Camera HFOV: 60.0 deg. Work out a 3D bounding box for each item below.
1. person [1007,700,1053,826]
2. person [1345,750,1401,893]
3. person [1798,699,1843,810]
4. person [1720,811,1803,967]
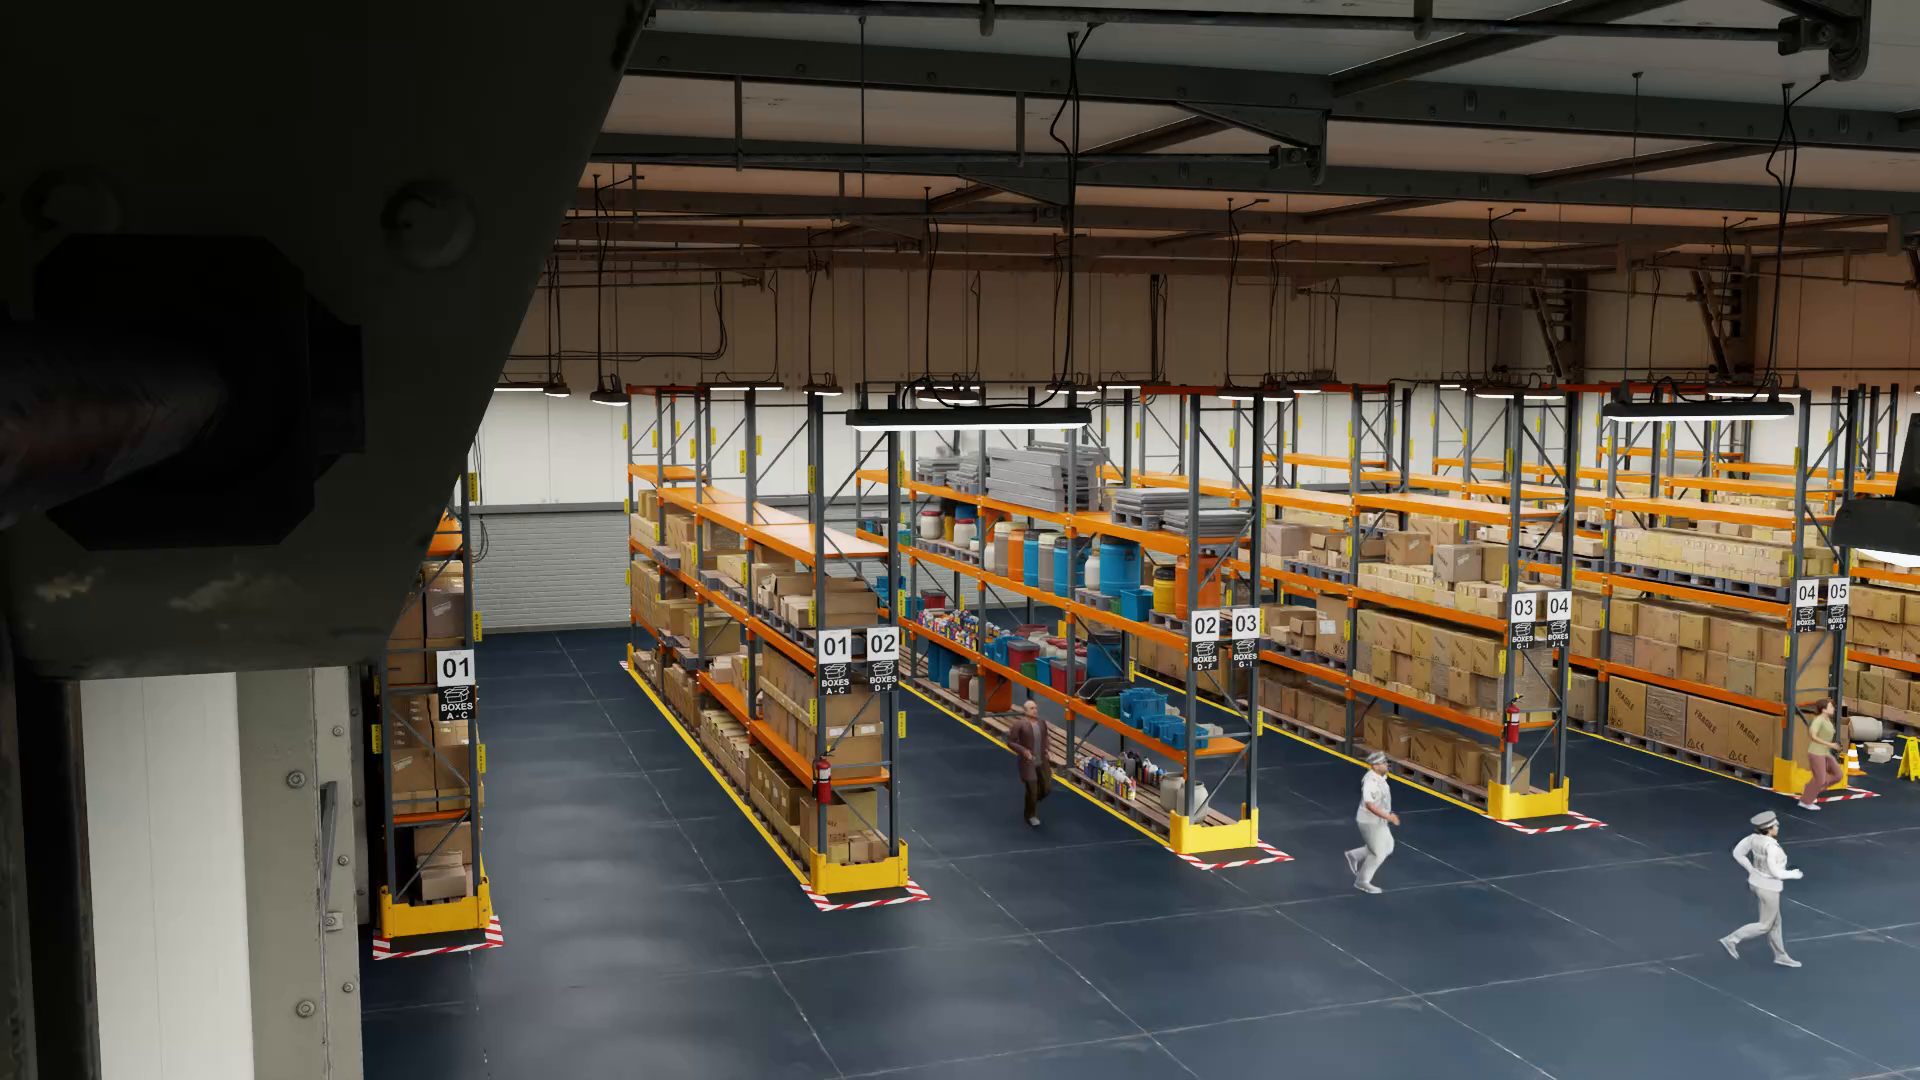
[{"bbox_3d":[1.007,3.092,23.074,0.705,1.717,0.660,-3,7,-29],"label":"person"},{"bbox_3d":[5.015,3.395,20.178,0.674,1.753,0.686,2,6,20],"label":"person"},{"bbox_3d":[12.361,3.093,23.827,0.596,1.589,0.558,-6,8,-45],"label":"person"},{"bbox_3d":[8.453,3.681,17.508,0.901,1.693,0.616,0,6,0],"label":"person"}]
